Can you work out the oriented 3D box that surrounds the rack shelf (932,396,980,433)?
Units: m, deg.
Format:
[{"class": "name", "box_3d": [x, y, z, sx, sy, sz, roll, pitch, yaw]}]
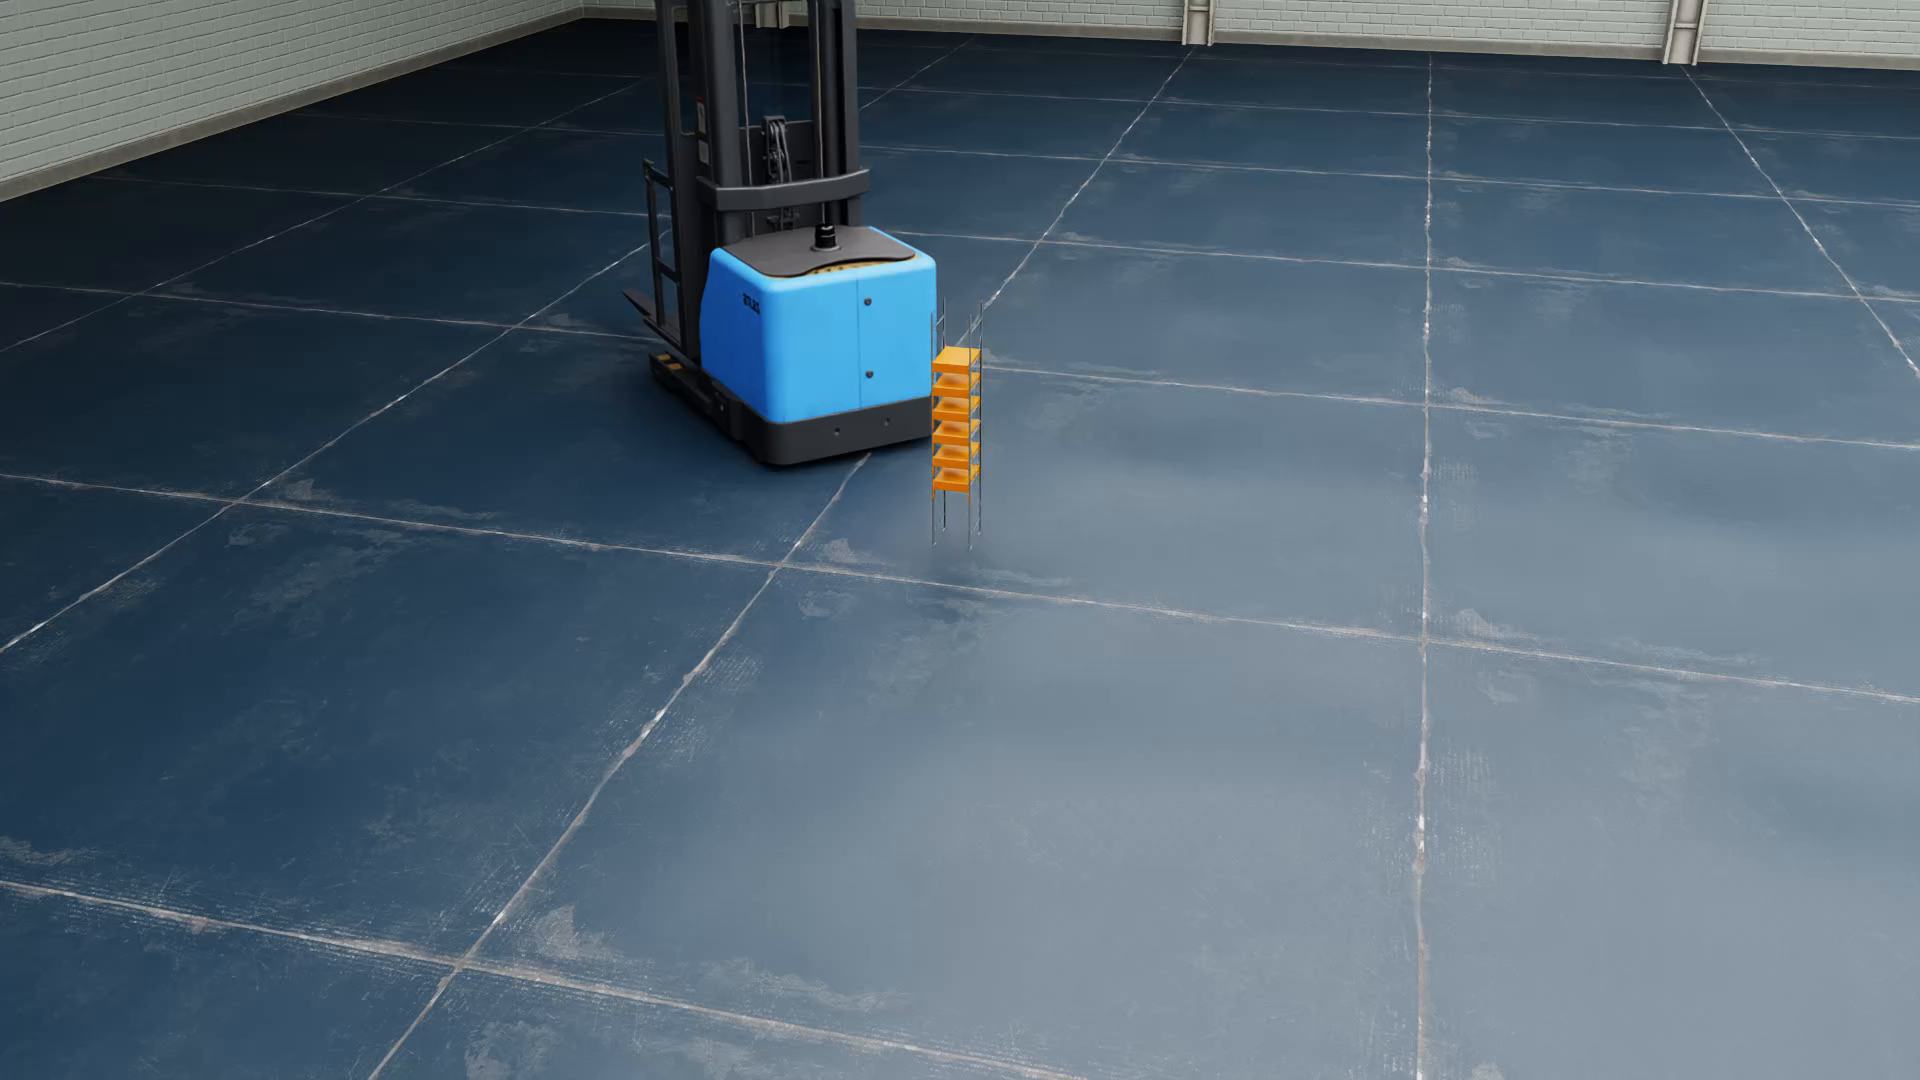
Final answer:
[{"class": "rack shelf", "box_3d": [-0.014, -0.612, 7.963, 0.180, 0.103, 0.258, 6, 26, 13]}]

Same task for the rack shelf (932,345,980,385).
[{"class": "rack shelf", "box_3d": [-0.014, -0.828, 7.860, 0.180, 0.103, 0.258, 6, 26, 13]}]

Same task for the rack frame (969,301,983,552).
[{"class": "rack frame", "box_3d": [0.075, -0.533, 7.975, 0.006, 1.200, 0.240, 6, 26, 13]}]

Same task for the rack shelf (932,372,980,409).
[{"class": "rack shelf", "box_3d": [-0.014, -0.720, 7.911, 0.180, 0.103, 0.258, 6, 26, 13]}]

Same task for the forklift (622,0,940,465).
[{"class": "forklift", "box_3d": [-1.268, -2.322, 9.718, 1.130, 2.935, 3.031, -13, 29, -26]}]

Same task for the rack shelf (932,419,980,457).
[{"class": "rack shelf", "box_3d": [-0.014, -0.503, 8.014, 0.180, 0.103, 0.258, 6, 26, 13]}]

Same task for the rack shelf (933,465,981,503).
[{"class": "rack shelf", "box_3d": [-0.014, -0.286, 8.118, 0.180, 0.103, 0.258, 6, 26, 13]}]

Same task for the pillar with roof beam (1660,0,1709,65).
[{"class": "pillar with roof beam", "box_3d": [7.906, -8.242, 15.093, 0.400, 9.000, 9.100, 6, 26, 13]}]

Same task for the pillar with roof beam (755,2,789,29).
[{"class": "pillar with roof beam", "box_3d": [-3.716, -9.527, 17.792, 0.400, 9.000, 9.100, 6, 26, 13]}]

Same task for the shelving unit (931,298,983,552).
[{"class": "shelving unit", "box_3d": [-0.014, -0.543, 7.995, 0.189, 1.200, 0.258, 6, 26, 13]}]

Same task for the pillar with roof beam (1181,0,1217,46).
[{"class": "pillar with roof beam", "box_3d": [2.095, -8.884, 16.443, 0.400, 9.000, 9.100, 6, 26, 13]}]

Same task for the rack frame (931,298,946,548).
[{"class": "rack frame", "box_3d": [-0.103, -0.553, 8.016, 0.006, 1.200, 0.240, 6, 26, 13]}]

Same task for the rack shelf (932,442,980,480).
[{"class": "rack shelf", "box_3d": [-0.014, -0.395, 8.066, 0.180, 0.103, 0.258, 6, 26, 13]}]
